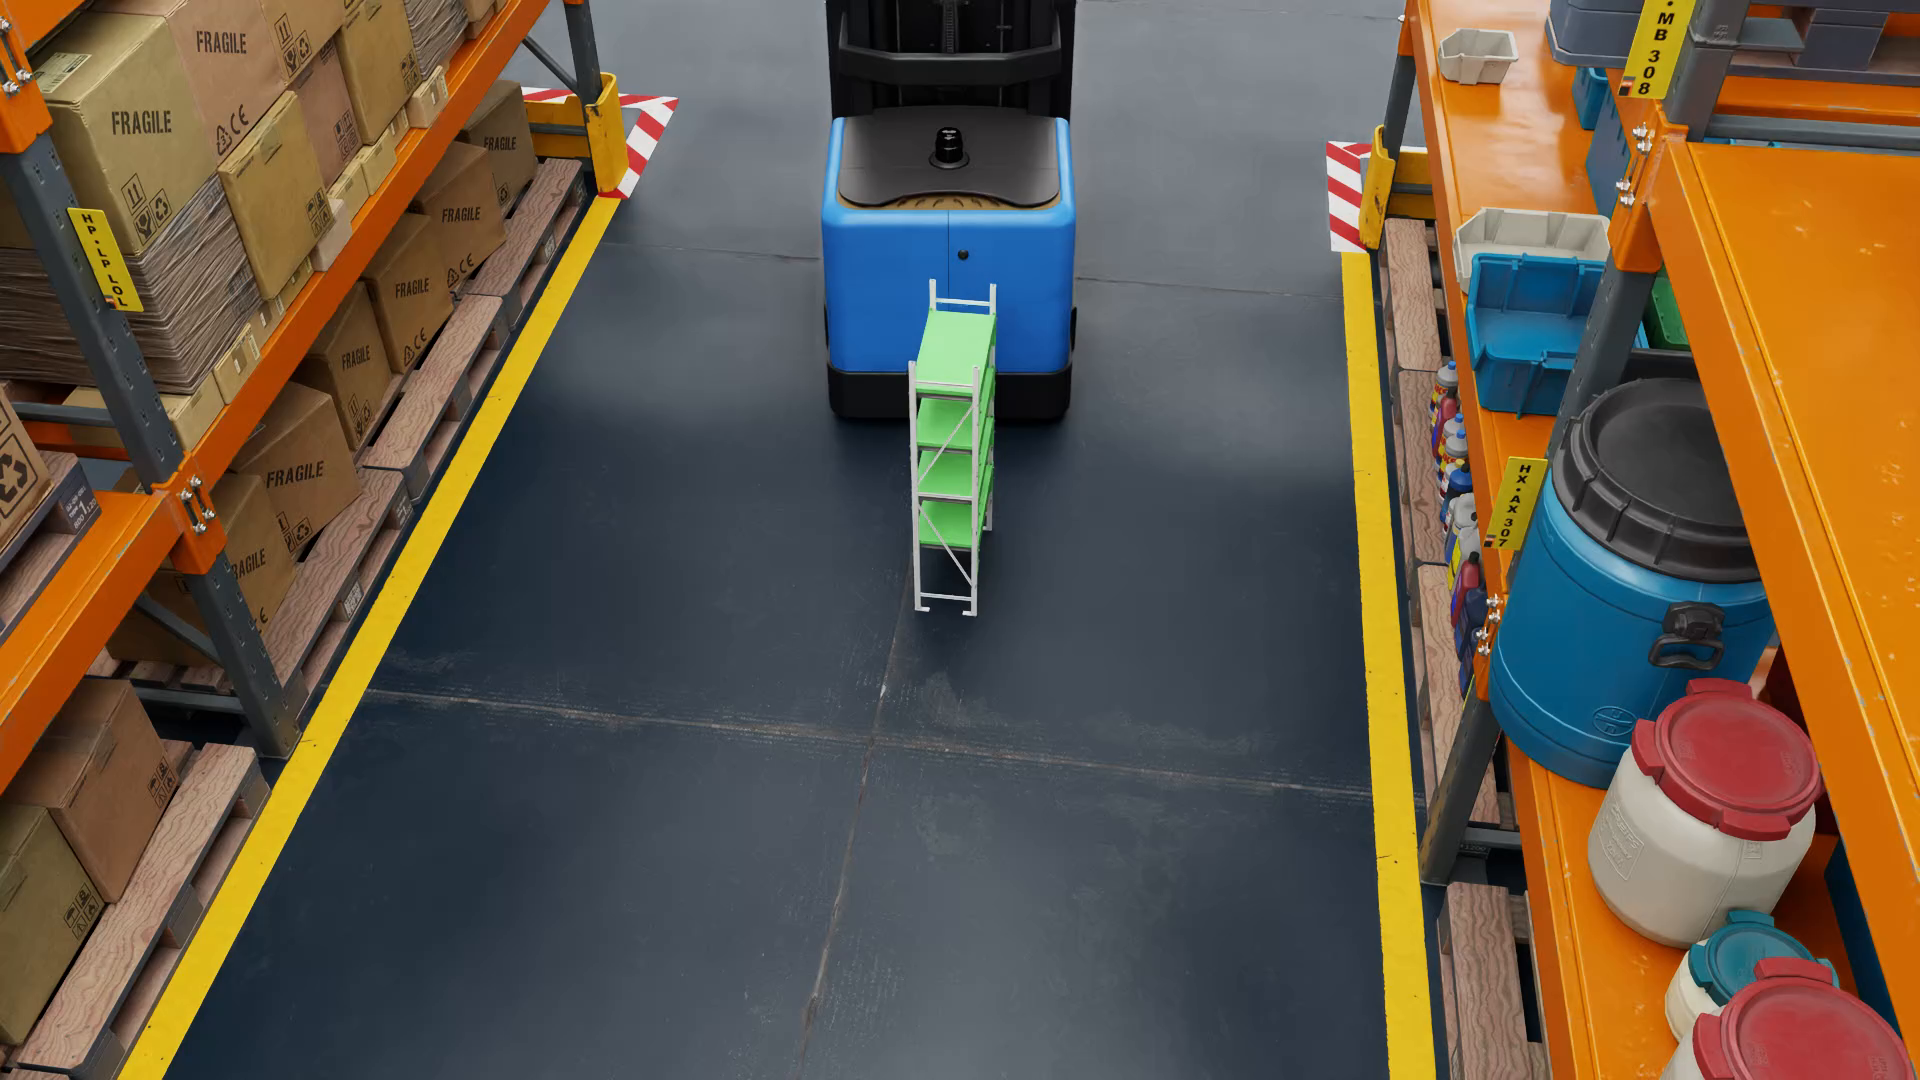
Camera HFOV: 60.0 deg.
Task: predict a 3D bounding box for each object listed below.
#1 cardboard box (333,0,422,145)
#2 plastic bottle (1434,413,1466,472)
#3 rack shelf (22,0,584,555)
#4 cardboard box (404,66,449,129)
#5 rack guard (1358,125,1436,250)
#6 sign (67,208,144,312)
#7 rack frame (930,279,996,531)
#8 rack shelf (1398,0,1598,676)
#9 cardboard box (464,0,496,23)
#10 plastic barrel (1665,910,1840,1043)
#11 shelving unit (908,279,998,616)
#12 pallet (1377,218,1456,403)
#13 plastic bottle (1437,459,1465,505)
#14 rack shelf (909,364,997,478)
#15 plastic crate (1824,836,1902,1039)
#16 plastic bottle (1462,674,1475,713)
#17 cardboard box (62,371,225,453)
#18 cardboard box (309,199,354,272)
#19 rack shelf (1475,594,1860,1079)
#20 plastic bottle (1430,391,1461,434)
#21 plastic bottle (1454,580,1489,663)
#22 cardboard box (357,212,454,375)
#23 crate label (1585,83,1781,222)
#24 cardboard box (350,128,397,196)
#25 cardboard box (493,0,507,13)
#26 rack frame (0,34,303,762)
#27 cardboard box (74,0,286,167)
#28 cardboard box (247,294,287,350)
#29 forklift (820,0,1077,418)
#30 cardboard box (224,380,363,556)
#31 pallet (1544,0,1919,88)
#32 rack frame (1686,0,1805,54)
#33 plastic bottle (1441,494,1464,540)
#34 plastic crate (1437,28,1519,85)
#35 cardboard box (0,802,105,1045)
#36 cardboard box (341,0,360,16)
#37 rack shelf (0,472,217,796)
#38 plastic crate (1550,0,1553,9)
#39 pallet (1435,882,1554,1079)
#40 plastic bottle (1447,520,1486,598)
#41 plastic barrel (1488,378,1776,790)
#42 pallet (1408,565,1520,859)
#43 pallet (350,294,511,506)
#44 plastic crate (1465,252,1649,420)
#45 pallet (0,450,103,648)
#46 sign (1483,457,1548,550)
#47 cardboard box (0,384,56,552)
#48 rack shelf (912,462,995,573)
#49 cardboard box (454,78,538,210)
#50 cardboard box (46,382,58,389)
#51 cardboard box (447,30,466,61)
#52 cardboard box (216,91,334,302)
[{"bbox_3d":[-2.580,-1.857,6.241,0.875,0.500,0.500,5,44,6],"label":"cardboard box"},{"bbox_3d":[1.969,-0.391,6.646,0.097,0.271,0.097,0,43,0],"label":"plastic bottle"},{"bbox_3d":[-2.611,-1.489,6.664,1.077,0.370,4.000,5,44,6],"label":"rack shelf"},{"bbox_3d":[-2.274,-1.777,6.628,0.380,0.149,0.250,5,44,6],"label":"cardboard box"},{"bbox_3d":[2.600,-1.699,8.181,1.175,0.500,0.348,5,44,6],"label":"rack guard"},{"bbox_3d":[-2.325,-0.760,4.529,0.100,0.325,0.005,5,44,6],"label":"sign"},{"bbox_3d":[0.010,-0.489,6.394,0.240,1.200,0.015,5,44,6],"label":"rack frame"},{"bbox_3d":[2.299,-1.039,6.189,1.077,0.370,4.000,5,44,6],"label":"rack shelf"},{"bbox_3d":[-2.394,-2.534,6.955,0.875,0.500,0.500,5,44,6],"label":"cardboard box"},{"bbox_3d":[1.707,1.001,3.612,0.301,0.262,0.301,0,43,0],"label":"plastic barrel"},{"bbox_3d":[-0.022,-0.323,6.218,0.258,1.200,0.503,5,44,6],"label":"shelving unit"},{"bbox_3d":[2.487,-1.041,7.696,1.003,0.211,1.213,5,44,6],"label":"pallet"},{"bbox_3d":[1.943,-0.230,6.527,0.097,0.201,0.097,0,43,0],"label":"plastic bottle"},{"bbox_3d":[-0.022,-0.451,6.097,0.258,0.148,0.480,5,44,6],"label":"rack shelf"},{"bbox_3d":[2.197,0.849,3.684,0.392,0.384,0.575,5,44,6],"label":"plastic crate"},{"bbox_3d":[1.771,0.532,5.662,0.061,0.283,0.133,7,44,8],"label":"plastic bottle"},{"bbox_3d":[-2.549,-0.415,5.190,0.380,0.149,0.250,5,44,6],"label":"cardboard box"},{"bbox_3d":[-2.400,-1.095,5.908,0.380,0.149,0.250,5,44,6],"label":"cardboard box"},{"bbox_3d":[1.770,1.687,3.310,1.077,0.370,4.000,5,44,6],"label":"rack shelf"},{"bbox_3d":[2.001,-0.529,6.842,0.097,0.201,0.097,0,43,0],"label":"plastic bottle"},{"bbox_3d":[1.859,0.269,5.891,0.144,0.351,0.185,3,44,3],"label":"plastic bottle"},{"bbox_3d":[-2.592,-1.099,7.241,0.500,0.500,0.500,9,44,9],"label":"cardboard box"},{"bbox_3d":[2.588,-1.397,6.018,0.502,0.435,0.616,5,44,6],"label":"crate label"},{"bbox_3d":[-2.364,-1.439,6.271,0.380,0.149,0.250,5,44,6],"label":"cardboard box"},{"bbox_3d":[-2.195,-2.464,7.353,0.380,0.149,0.250,5,44,6],"label":"cardboard box"},{"bbox_3d":[-2.875,-0.387,4.977,1.000,3.000,0.127,5,44,6],"label":"rack frame"},{"bbox_3d":[-2.499,-1.519,5.156,0.500,0.500,0.500,5,44,6],"label":"cardboard box"},{"bbox_3d":[-2.497,-0.757,5.551,0.380,0.149,0.250,5,44,6],"label":"cardboard box"},{"bbox_3d":[-0.039,-2.581,7.344,1.130,2.935,3.031,0,43,0],"label":"forklift"},{"bbox_3d":[-2.715,-0.292,6.389,0.500,0.500,0.500,19,46,19],"label":"cardboard box"},{"bbox_3d":[2.033,-1.458,4.064,1.213,0.211,1.003,5,44,6],"label":"pallet"},{"bbox_3d":[2.034,-2.115,2.439,1.000,3.000,0.127,5,44,6],"label":"rack frame"},{"bbox_3d":[1.916,-0.090,6.379,0.097,0.201,0.097,0,43,0],"label":"plastic bottle"},{"bbox_3d":[2.126,-1.987,6.858,0.298,0.136,0.250,5,44,6],"label":"plastic crate"},{"bbox_3d":[-3.060,1.100,4.904,0.700,0.500,0.500,5,44,5],"label":"cardboard box"},{"bbox_3d":[-2.378,-2.202,5.877,0.500,0.500,0.500,5,44,6],"label":"cardboard box"},{"bbox_3d":[-3.140,1.237,3.785,1.077,0.370,4.000,5,44,6],"label":"rack shelf"},{"bbox_3d":[2.793,-2.241,7.043,0.499,0.251,0.616,5,44,6],"label":"plastic crate"},{"bbox_3d":[1.969,1.614,4.892,1.003,0.211,1.213,5,44,6],"label":"pallet"},{"bbox_3d":[1.902,0.049,6.123,0.144,0.351,0.185,5,44,5],"label":"plastic bottle"},{"bbox_3d":[1.683,0.117,4.081,0.600,0.901,0.708,5,44,6],"label":"plastic barrel"},{"bbox_3d":[2.164,0.622,5.940,1.003,0.211,1.213,5,44,6],"label":"pallet"},{"bbox_3d":[-2.663,-0.669,7.304,1.003,0.211,1.213,5,44,6],"label":"pallet"},{"bbox_3d":[1.911,-0.662,5.376,0.499,0.251,0.616,5,44,6],"label":"plastic crate"},{"bbox_3d":[-3.121,0.190,4.507,1.003,0.211,1.213,5,44,6],"label":"pallet"},{"bbox_3d":[1.490,-0.095,4.467,0.100,0.325,0.005,5,44,6],"label":"sign"},{"bbox_3d":[-3.119,-0.229,4.068,1.000,1.000,1.000,6,44,6],"label":"cardboard box"},{"bbox_3d":[-0.022,-0.102,6.427,0.258,0.148,0.480,5,44,6],"label":"rack shelf"},{"bbox_3d":[-2.446,-1.934,8.124,0.500,0.500,0.500,13,45,13],"label":"cardboard box"},{"bbox_3d":[-3.096,-0.639,5.426,0.380,0.149,0.250,5,44,6],"label":"cardboard box"},{"bbox_3d":[-2.318,-2.128,6.999,0.380,0.149,0.250,5,44,6],"label":"cardboard box"},{"bbox_3d":[-2.654,-1.170,5.515,0.875,0.500,0.500,5,44,6],"label":"cardboard box"}]
